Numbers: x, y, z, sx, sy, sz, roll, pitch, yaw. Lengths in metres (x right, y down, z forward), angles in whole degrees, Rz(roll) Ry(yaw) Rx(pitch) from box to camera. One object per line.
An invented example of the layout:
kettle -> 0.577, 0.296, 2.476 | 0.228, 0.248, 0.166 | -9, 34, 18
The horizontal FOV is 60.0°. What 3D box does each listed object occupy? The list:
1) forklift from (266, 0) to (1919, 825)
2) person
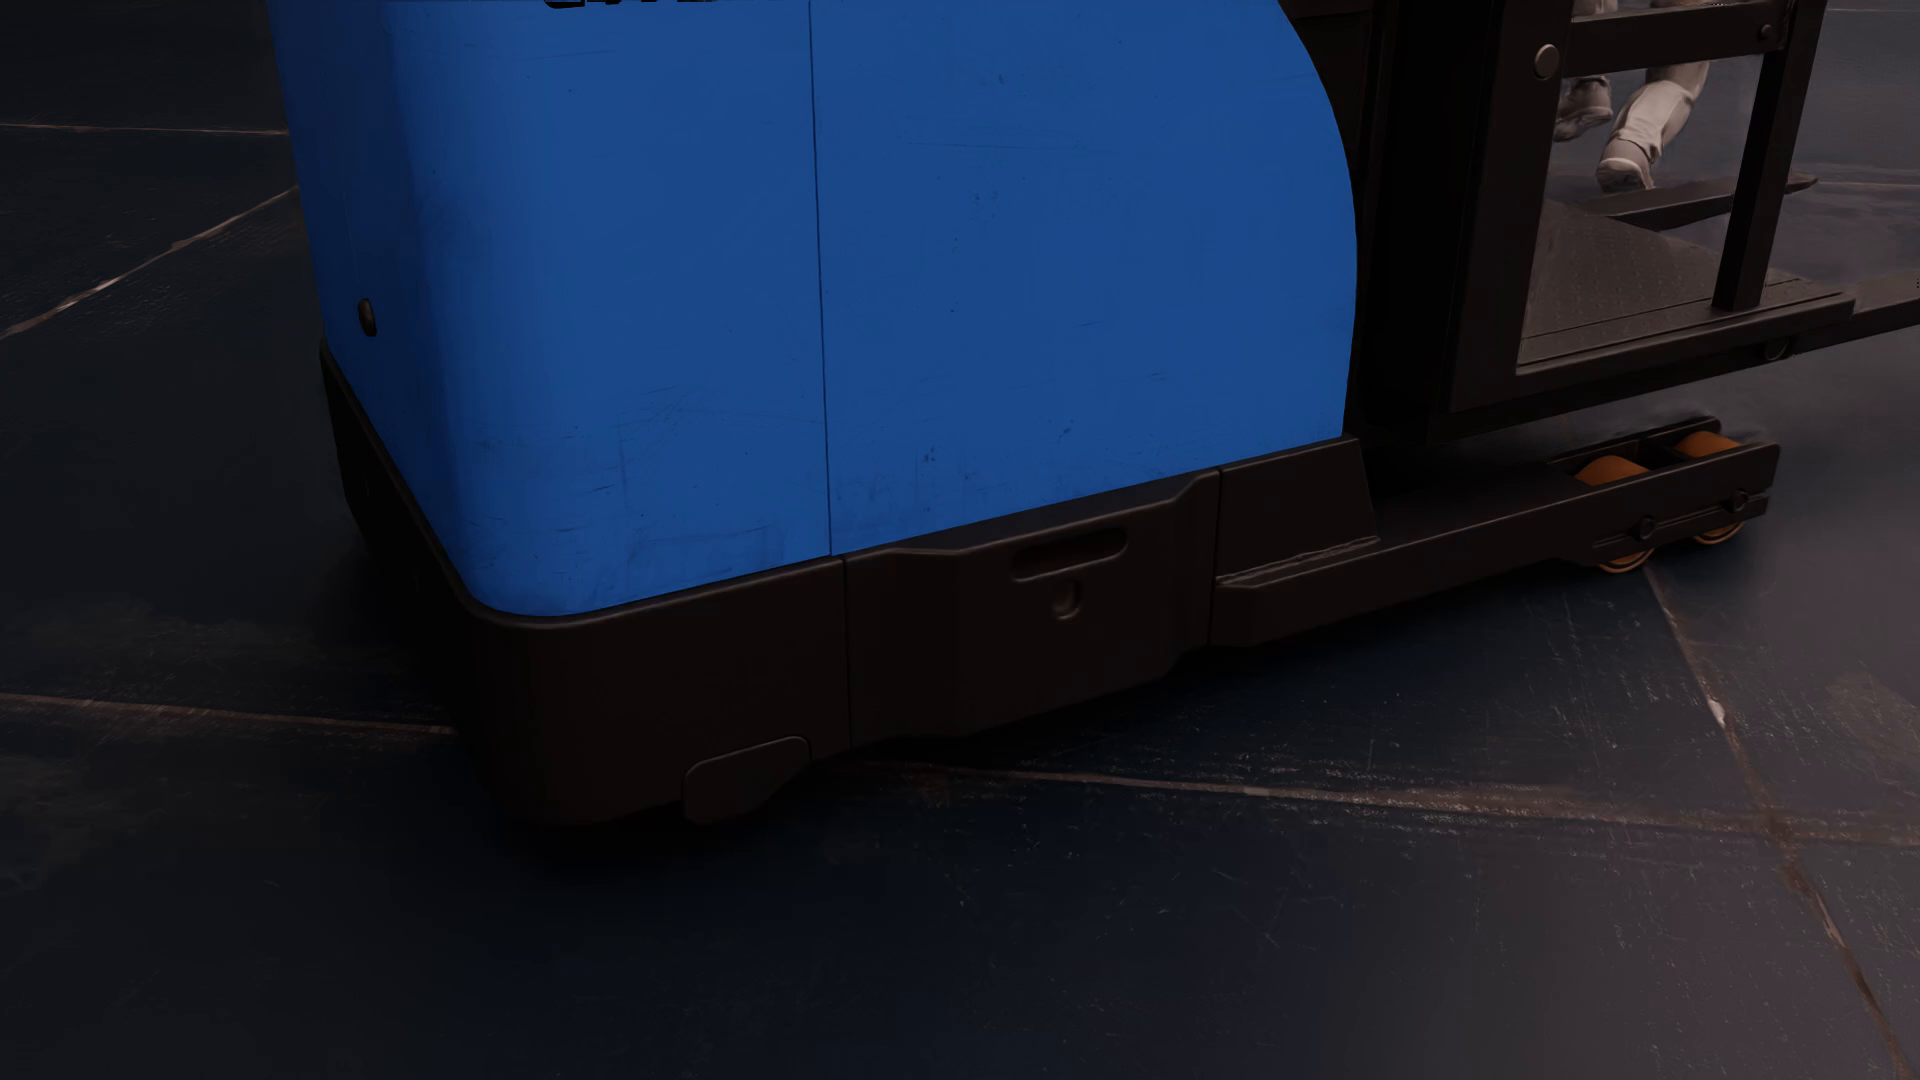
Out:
forklift -> 0.631, -1.457, 2.137 | 3.031, 2.935, 1.130 | -13, 30, -25
person -> 1.369, -1.511, 3.860 | 0.890, 1.372, 0.928 | 1, 27, 2
